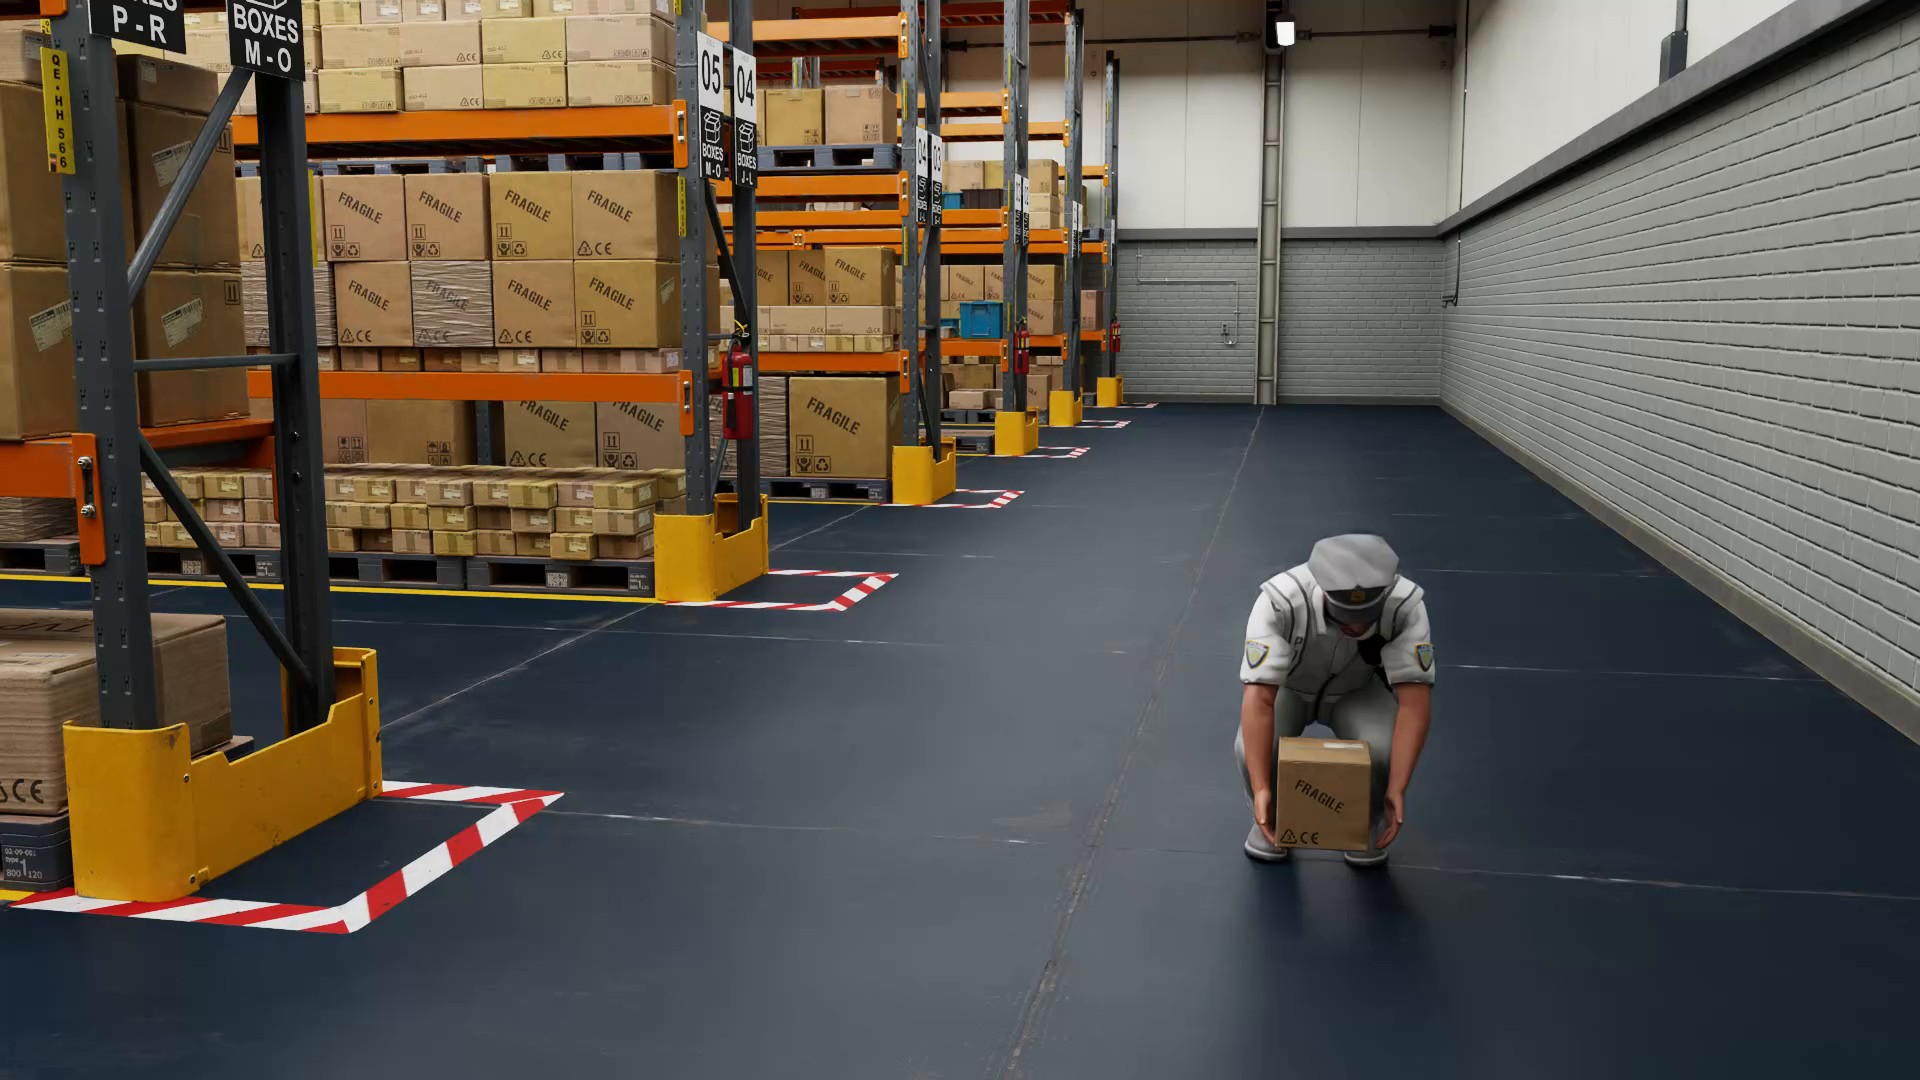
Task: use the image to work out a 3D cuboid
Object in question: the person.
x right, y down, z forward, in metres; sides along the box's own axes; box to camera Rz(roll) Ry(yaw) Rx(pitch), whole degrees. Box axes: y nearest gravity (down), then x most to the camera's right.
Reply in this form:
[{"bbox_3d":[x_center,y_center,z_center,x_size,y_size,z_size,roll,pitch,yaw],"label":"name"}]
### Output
[{"bbox_3d":[1.113,0.469,4.978,0.570,1.051,0.892,2,8,11],"label":"person"}]
